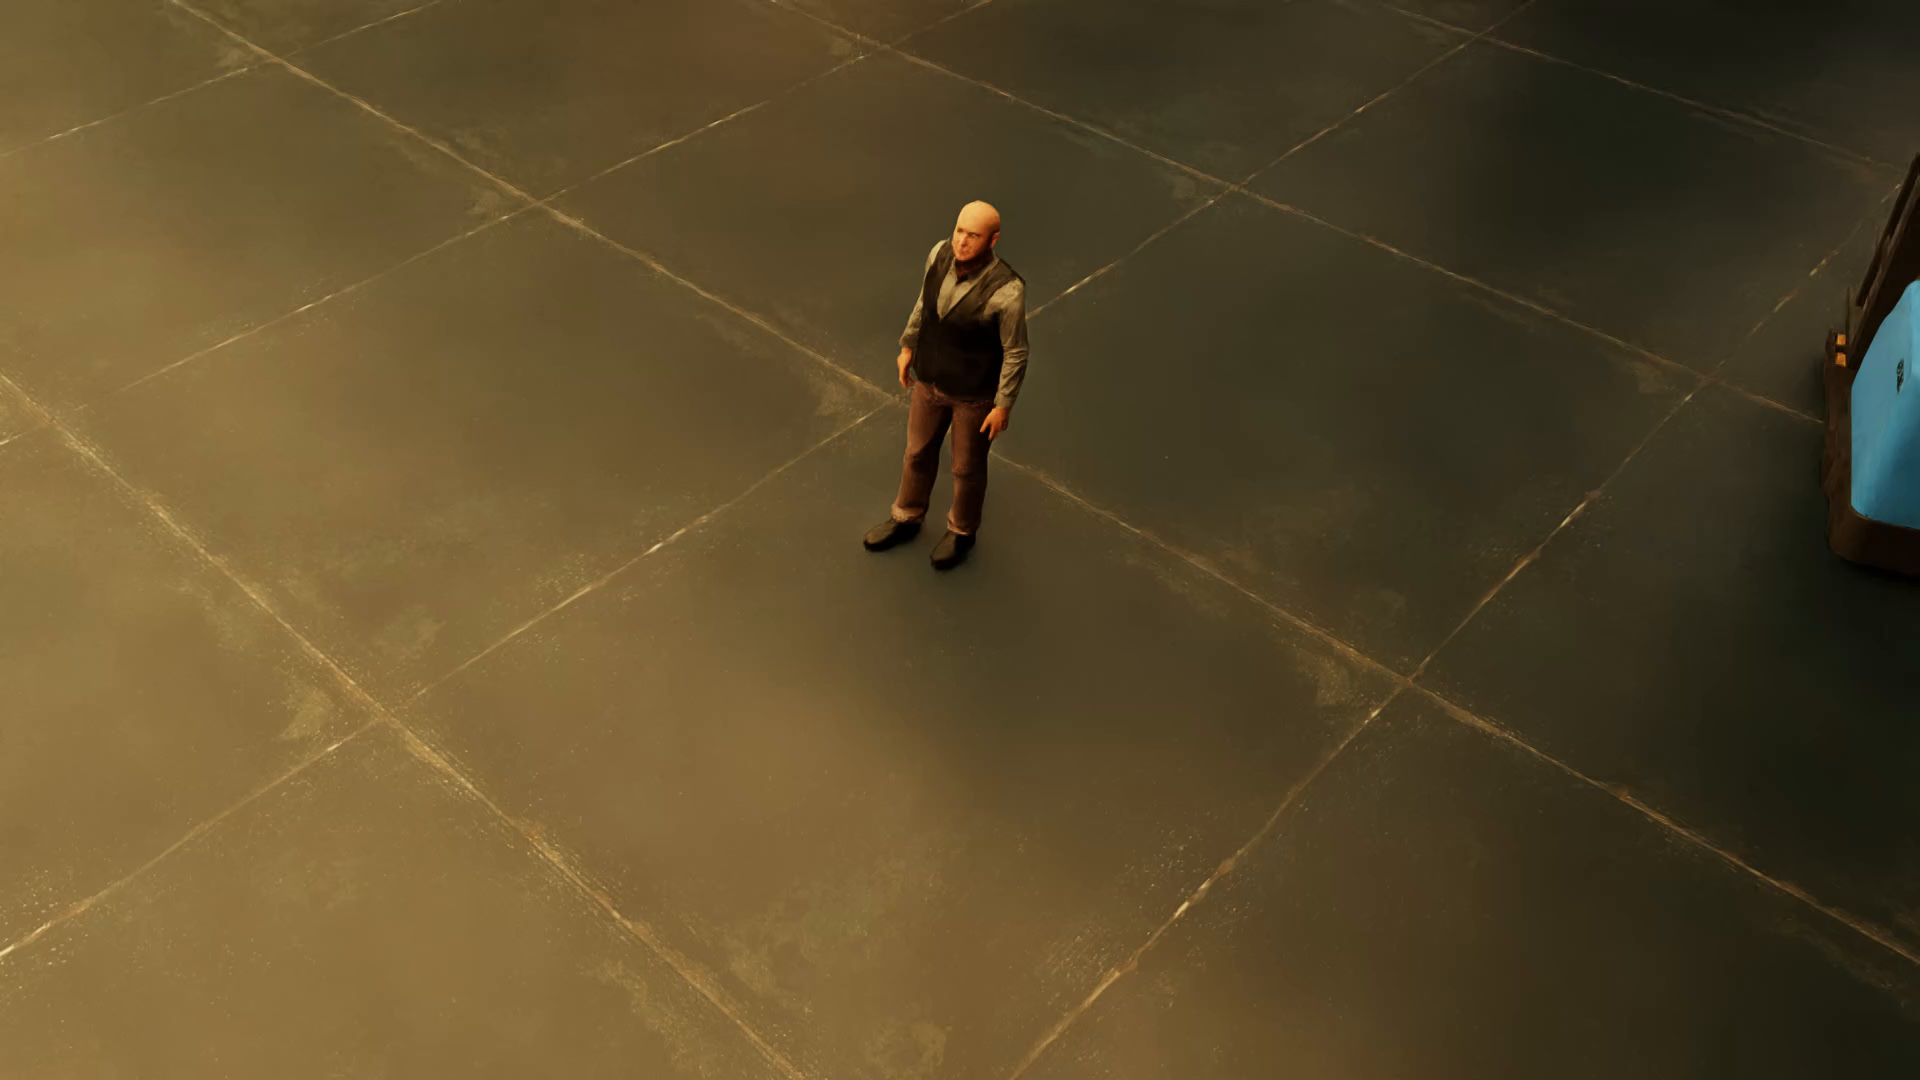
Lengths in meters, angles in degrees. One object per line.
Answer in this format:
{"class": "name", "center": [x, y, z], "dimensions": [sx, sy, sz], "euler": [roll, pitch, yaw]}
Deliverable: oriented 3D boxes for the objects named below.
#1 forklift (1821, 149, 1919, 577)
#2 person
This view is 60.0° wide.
{"class": "forklift", "center": [4.972, -1.765, 7.486], "dimensions": [1.130, 2.935, 3.031], "euler": [15, 43, 17]}
{"class": "person", "center": [-0.048, -0.632, 7.083], "dimensions": [0.632, 1.720, 0.567], "euler": [31, 49, 31]}
